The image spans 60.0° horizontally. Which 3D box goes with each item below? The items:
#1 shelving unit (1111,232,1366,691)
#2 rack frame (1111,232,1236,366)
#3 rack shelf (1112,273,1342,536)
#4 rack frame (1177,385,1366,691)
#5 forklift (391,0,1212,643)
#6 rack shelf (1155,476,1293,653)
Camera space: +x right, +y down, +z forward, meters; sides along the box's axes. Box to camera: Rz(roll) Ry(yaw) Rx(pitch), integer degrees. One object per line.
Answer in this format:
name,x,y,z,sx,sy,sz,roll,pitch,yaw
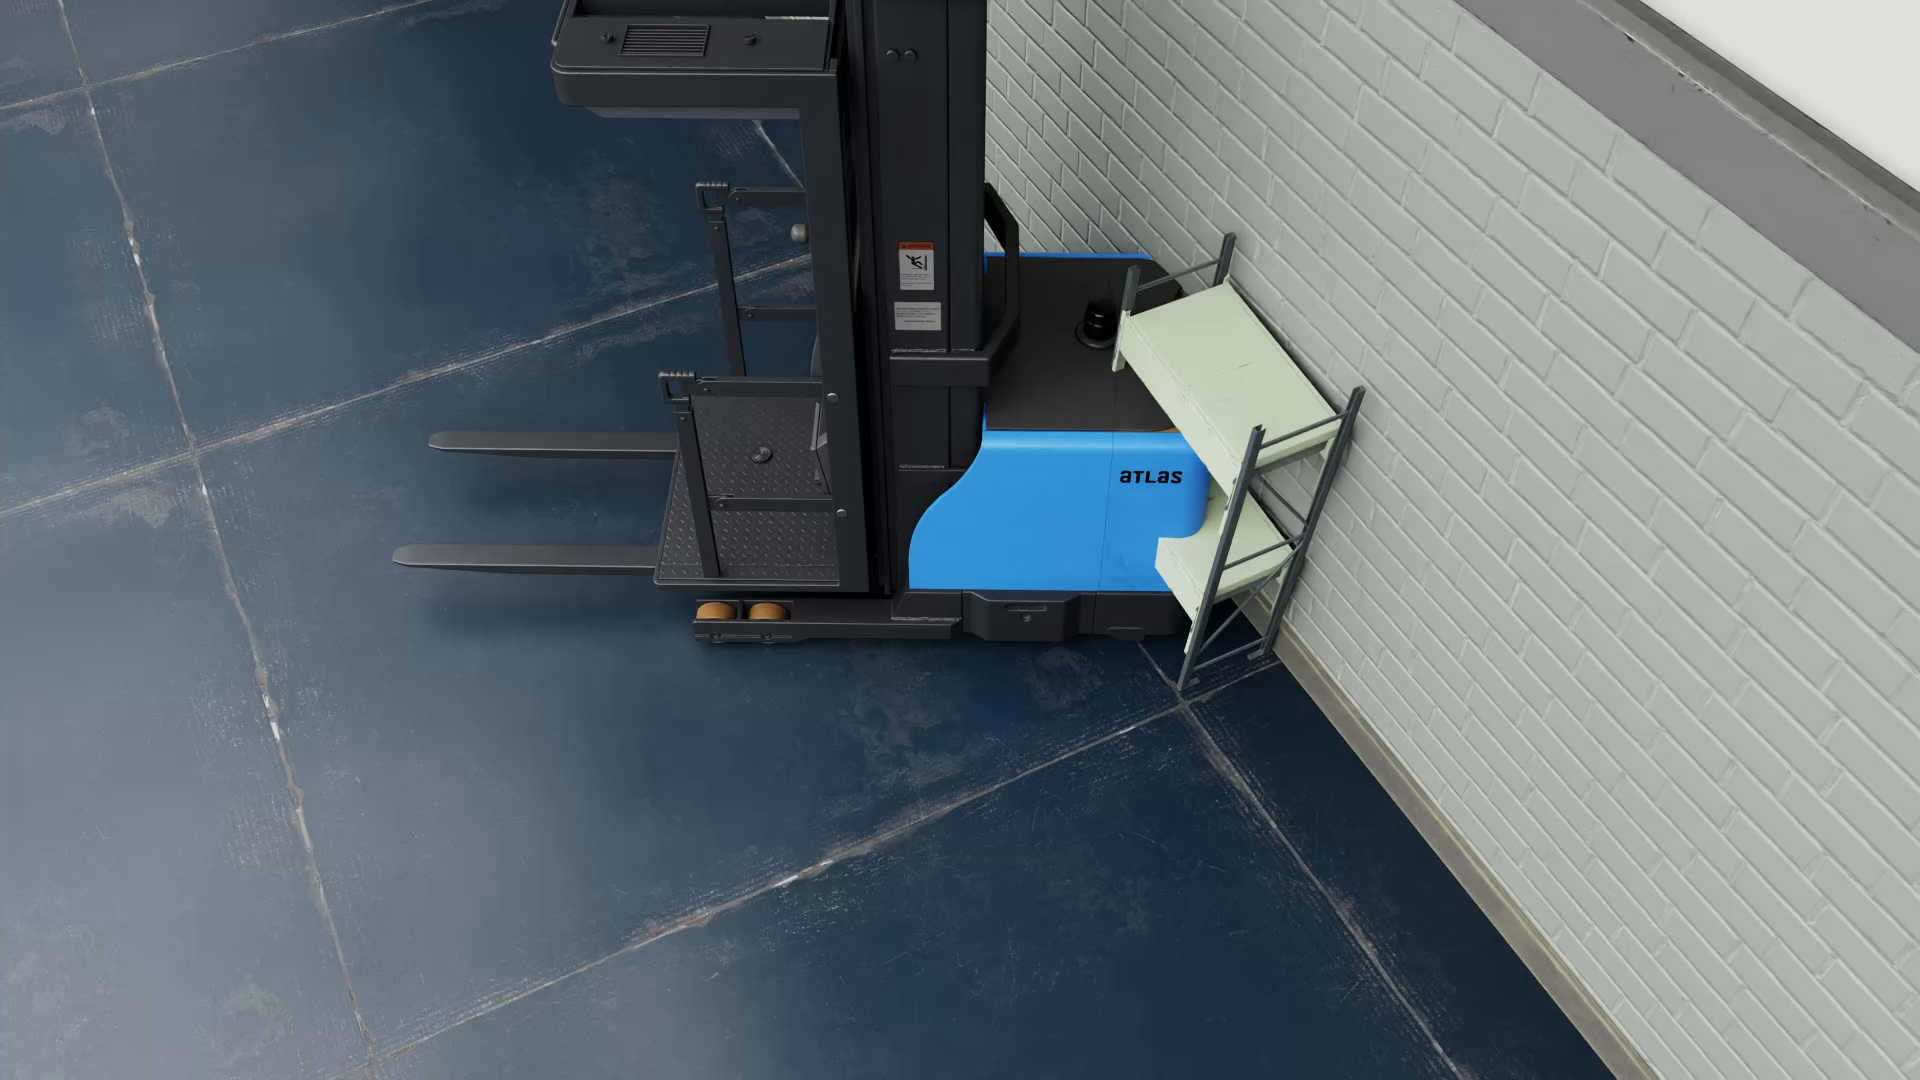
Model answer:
shelving unit,0.853,-0.224,5.798,0.431,1.500,0.755,-21,58,-17
rack frame,0.687,-0.493,5.983,0.400,1.500,0.023,-21,58,-17
rack shelf,0.871,-0.453,5.483,0.431,0.370,0.720,-21,58,-17
rack frame,1.020,0.044,5.613,0.400,1.500,0.023,-21,58,-17
forklift,-0.630,-0.973,5.546,3.031,2.935,1.130,1,49,1
rack shelf,0.839,-0.033,6.062,0.431,0.370,0.720,-21,58,-17
